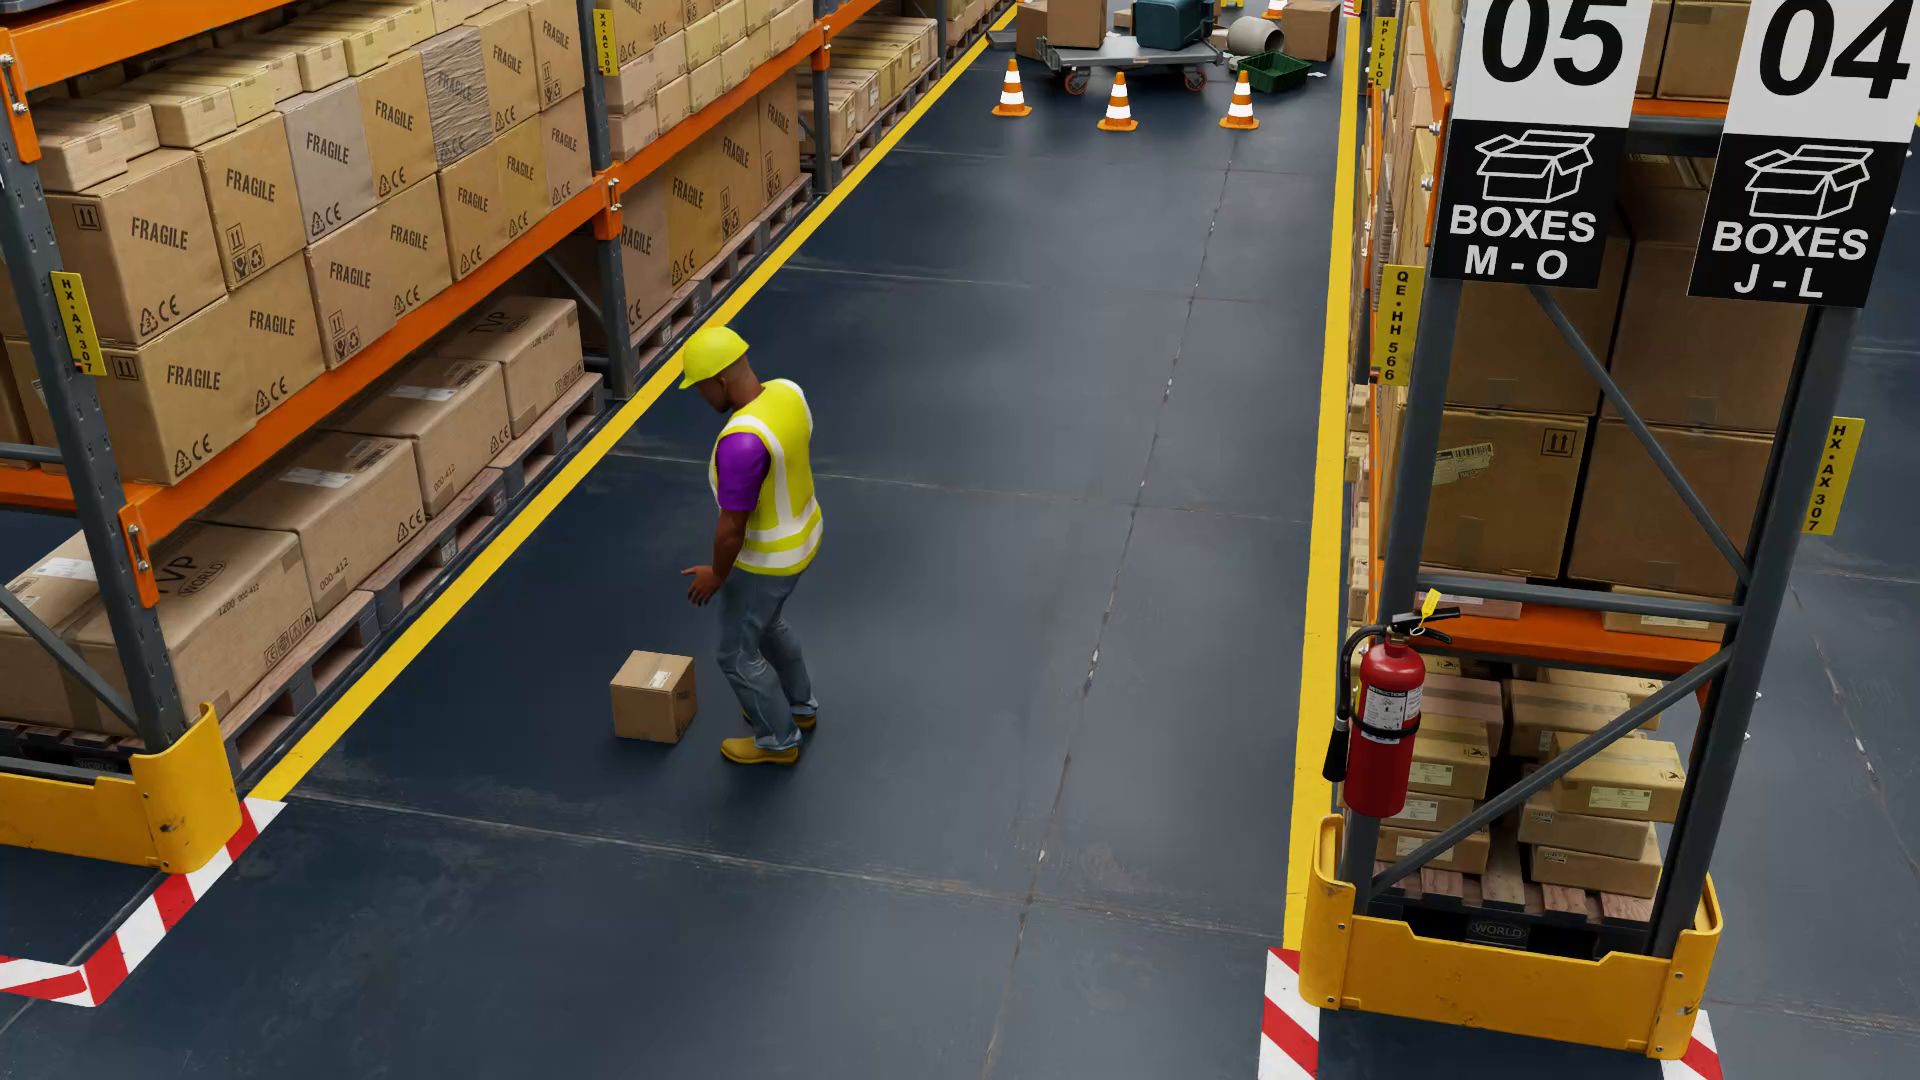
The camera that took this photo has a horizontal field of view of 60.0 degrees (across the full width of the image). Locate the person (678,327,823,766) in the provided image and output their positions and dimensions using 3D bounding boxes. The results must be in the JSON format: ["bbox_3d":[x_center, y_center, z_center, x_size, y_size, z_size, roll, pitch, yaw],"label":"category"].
[{"bbox_3d":[-0.753,0.037,6.085,0.453,1.717,0.591,7,29,12],"label":"person"}]
